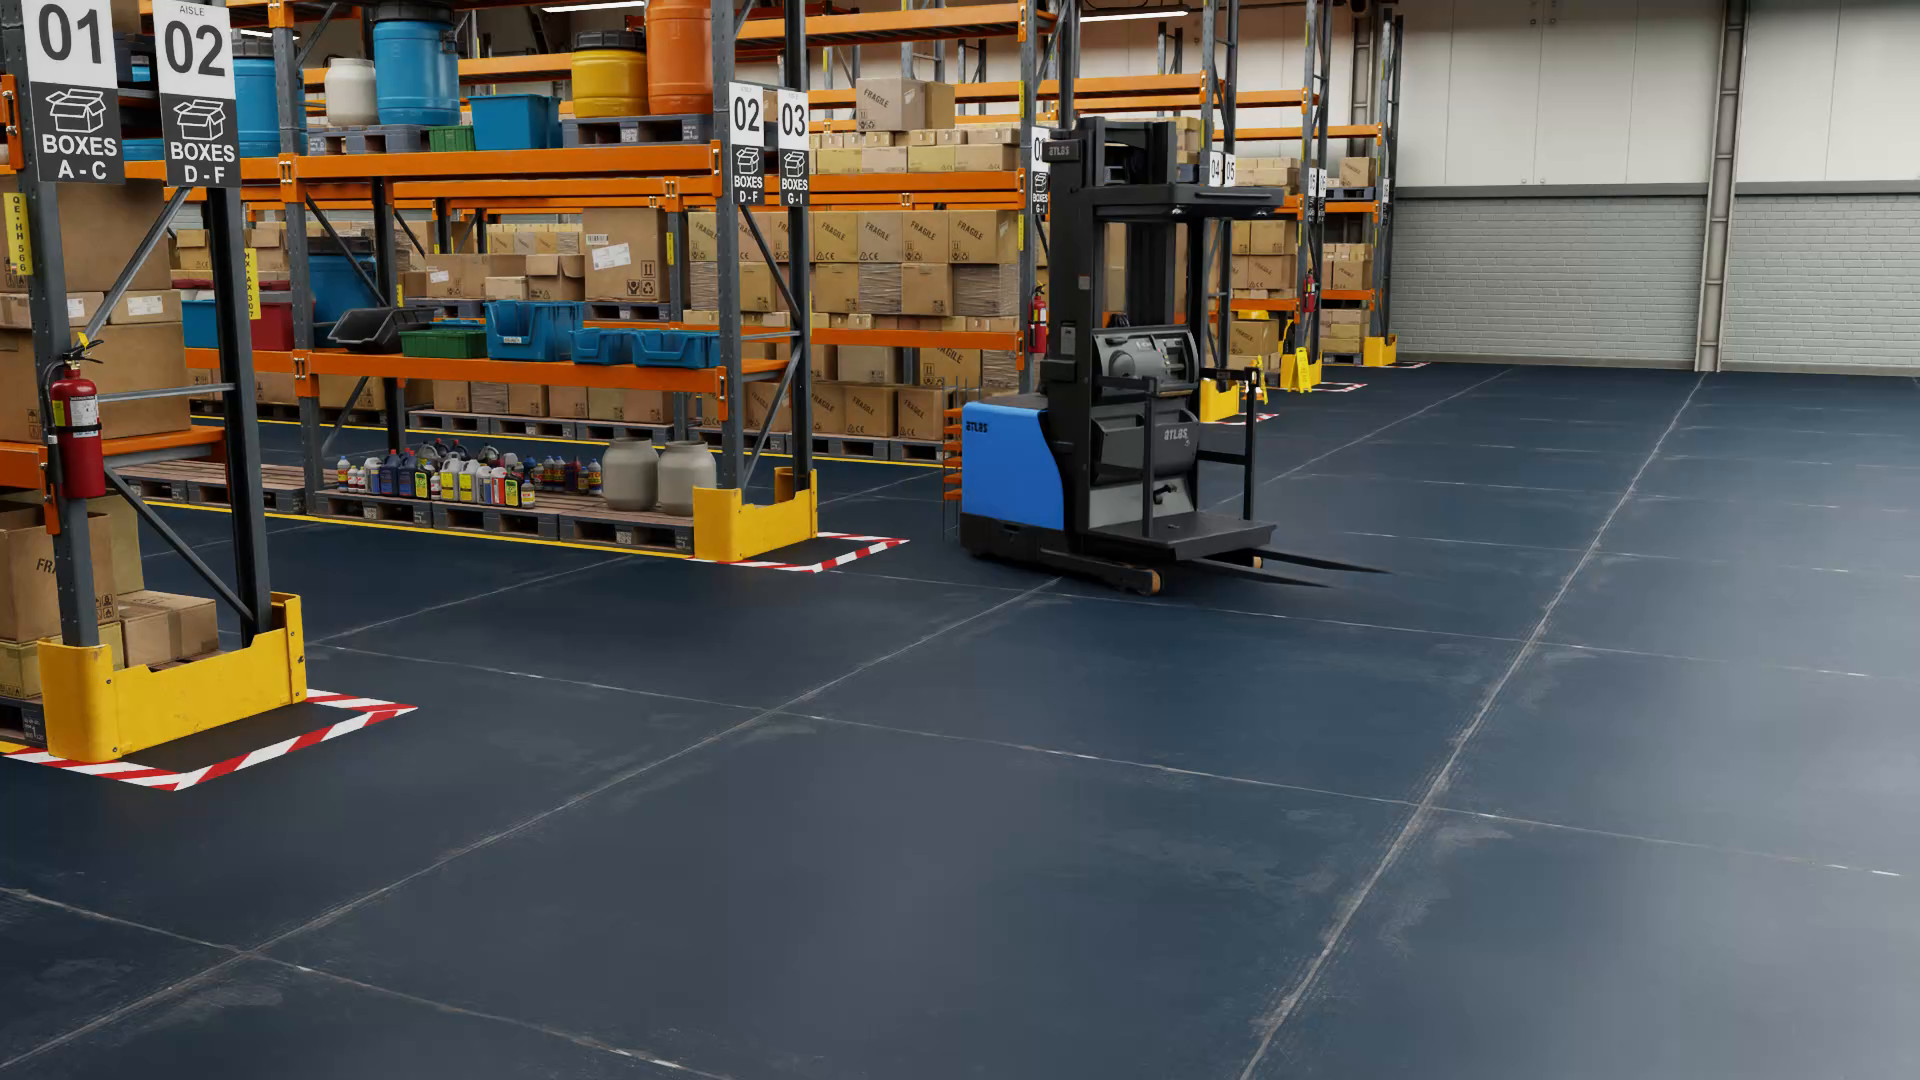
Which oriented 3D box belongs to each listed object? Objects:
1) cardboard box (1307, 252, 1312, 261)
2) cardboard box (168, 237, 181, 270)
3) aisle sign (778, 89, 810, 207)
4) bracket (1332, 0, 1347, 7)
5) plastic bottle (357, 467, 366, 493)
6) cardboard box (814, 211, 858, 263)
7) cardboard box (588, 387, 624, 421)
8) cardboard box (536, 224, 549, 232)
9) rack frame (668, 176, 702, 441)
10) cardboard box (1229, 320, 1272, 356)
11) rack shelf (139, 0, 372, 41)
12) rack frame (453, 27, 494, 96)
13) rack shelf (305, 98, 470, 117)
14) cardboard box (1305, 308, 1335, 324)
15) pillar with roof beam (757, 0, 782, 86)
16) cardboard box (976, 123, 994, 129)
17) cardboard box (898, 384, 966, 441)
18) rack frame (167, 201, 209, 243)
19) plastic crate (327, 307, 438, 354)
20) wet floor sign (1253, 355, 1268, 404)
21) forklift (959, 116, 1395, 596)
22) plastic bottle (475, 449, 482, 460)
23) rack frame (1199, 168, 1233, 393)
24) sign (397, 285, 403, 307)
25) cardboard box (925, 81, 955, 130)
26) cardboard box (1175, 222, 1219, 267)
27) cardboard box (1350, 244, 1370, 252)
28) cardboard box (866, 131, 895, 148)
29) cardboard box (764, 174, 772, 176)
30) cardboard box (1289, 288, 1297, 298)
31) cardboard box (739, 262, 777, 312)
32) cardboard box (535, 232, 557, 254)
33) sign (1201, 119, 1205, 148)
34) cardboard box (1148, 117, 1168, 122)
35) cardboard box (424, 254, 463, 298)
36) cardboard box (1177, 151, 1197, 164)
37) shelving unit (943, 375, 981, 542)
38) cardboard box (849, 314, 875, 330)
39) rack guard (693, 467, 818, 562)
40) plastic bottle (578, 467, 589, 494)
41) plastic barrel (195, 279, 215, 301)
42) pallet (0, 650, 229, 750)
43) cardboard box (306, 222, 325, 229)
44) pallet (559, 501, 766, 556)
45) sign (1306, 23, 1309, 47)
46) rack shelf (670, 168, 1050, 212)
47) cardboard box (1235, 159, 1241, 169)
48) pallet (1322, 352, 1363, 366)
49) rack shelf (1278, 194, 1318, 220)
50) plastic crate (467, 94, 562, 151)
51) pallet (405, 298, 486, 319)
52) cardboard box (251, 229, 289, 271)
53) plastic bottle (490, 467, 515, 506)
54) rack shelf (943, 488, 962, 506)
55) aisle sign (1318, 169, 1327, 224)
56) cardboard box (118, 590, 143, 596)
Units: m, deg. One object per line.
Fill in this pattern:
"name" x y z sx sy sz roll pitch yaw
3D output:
"cardboard box" 6.307 -5.013 29.405 0.250 0.149 0.380 5 11 25
"cardboard box" -10.248 -3.685 21.650 0.500 0.500 0.500 5 11 26
"aisle sign" -1.168 -2.749 11.696 0.004 0.787 0.394 5 11 26
"bracket" 6.653 -9.493 29.309 0.430 0.232 0.235 5 11 26
"plastic bottle" -4.675 -0.472 13.038 0.097 0.201 0.097 0 10 0
"cardboard box" -1.116 -3.030 16.626 0.500 0.500 0.500 5 11 26
"cardboard box" -3.718 -1.614 18.507 0.500 0.500 0.700 5 11 25
"cardboard box" -7.566 -5.722 30.516 0.250 0.149 0.380 5 11 24
"rack frame" -2.757 -2.535 17.813 0.127 3.000 1.000 5 11 26
"cardboard box" 4.381 -3.046 25.076 0.500 0.500 0.500 5 11 26
"rack shelf" -6.743 -4.303 13.878 4.000 0.370 1.077 5 11 26
"rack frame" -9.134 -8.015 31.248 0.127 3.000 1.000 5 11 26
"rack shelf" -9.440 -6.703 26.030 4.000 0.370 1.077 5 11 26
"cardboard box" 6.396 -3.967 29.459 0.500 0.250 0.500 5 12 27
"pillar with roof beam" -5.484 -8.004 31.188 0.548 9.000 9.100 5 11 26
"cardboard box" 0.388 -5.177 20.994 0.250 0.149 0.380 5 11 25
"cardboard box" -0.274 -1.290 16.773 0.500 0.500 0.500 9 14 41
"rack frame" -9.932 -3.165 21.296 0.127 3.000 1.000 5 11 26
"plastic crate" -4.536 -1.652 13.107 0.504 0.338 0.767 5 11 26
"wet floor sign" 4.017 -2.159 22.348 0.232 0.644 0.267 3 11 16
"forklift" 1.352 -1.199 10.623 1.130 2.935 3.031 -9 14 -41
"plastic bottle" -3.907 -0.598 13.501 0.133 0.283 0.061 6 12 30
"rack frame" 3.115 -3.004 20.404 0.127 3.000 1.000 5 11 26
"sign" -4.696 -1.967 13.898 0.005 0.325 0.100 5 11 26
"cardboard box" -0.382 -4.297 16.609 0.500 0.500 0.500 5 11 26
"cardboard box" 2.799 -3.644 20.490 0.550 0.550 0.875 5 11 26
"cardboard box" 6.993 -5.105 29.075 0.250 0.149 0.380 5 11 26
"cardboard box" -0.721 -3.894 16.200 0.250 0.149 0.380 4 11 23
"cardboard box" -1.990 -3.820 16.911 0.500 0.250 0.500 5 11 25
"cardboard box" 5.002 -3.738 25.169 0.250 0.149 0.380 5 11 26
"cardboard box" -1.948 -2.640 17.278 0.500 0.500 0.875 5 11 26
"cardboard box" -7.450 -5.403 30.572 0.500 0.500 0.500 5 11 26
"sign" 2.862 -4.791 19.592 0.005 0.325 0.100 5 11 26
"cardboard box" 2.439 -4.997 19.999 0.250 0.149 0.380 5 11 26
"cardboard box" -5.843 -3.070 19.308 0.500 0.500 0.500 4 11 19
"cardboard box" 2.667 -4.584 19.959 0.250 0.149 0.380 5 11 26
"shelving unit" 0.013 -0.589 12.117 0.189 1.200 0.258 5 11 26
"cardboard box" -0.909 -2.187 16.596 0.250 0.149 0.380 5 11 26
"rack guard" -1.451 -0.197 11.915 0.348 0.500 1.175 5 11 26
"plastic bottle" -2.943 -0.469 13.020 0.097 0.201 0.097 0 10 0
"plastic barrel" -6.368 -1.979 14.359 0.433 0.535 0.433 0 10 0
"pallet" -4.261 0.681 7.875 1.213 0.211 1.003 5 11 26
"cardboard box" -10.036 -4.791 26.356 0.500 0.500 0.500 5 11 25
"pallet" -2.177 -0.120 12.299 1.213 0.211 1.003 5 11 26
"sign" 4.951 -7.205 23.704 0.005 0.325 0.100 5 11 26
"rack shelf" -0.964 -3.499 16.739 4.000 0.370 1.077 5 11 26
"cardboard box" 4.125 -5.598 24.784 0.250 0.149 0.380 5 11 26
"pallet" 6.703 -3.277 29.742 1.213 0.211 1.003 5 11 26
"rack shelf" 3.421 -5.082 25.484 4.000 0.370 1.077 5 11 26
"plastic crate" -3.205 -2.999 11.999 0.575 0.384 0.392 5 11 26
"pallet" -5.658 -2.716 19.355 1.003 0.211 1.213 5 11 26
"cardboard box" -8.181 -3.557 20.361 0.637 0.503 0.797 5 12 28
"plastic bottle" -3.417 -0.404 12.451 0.135 0.276 0.152 5 11 26
"rack shelf" 0.013 -0.309 12.168 0.180 0.103 0.258 5 11 26
"aisle sign" 5.407 -5.126 24.831 0.004 0.787 0.394 5 11 26
"cardboard box" -4.389 0.392 8.183 0.500 0.250 0.500 5 11 26
